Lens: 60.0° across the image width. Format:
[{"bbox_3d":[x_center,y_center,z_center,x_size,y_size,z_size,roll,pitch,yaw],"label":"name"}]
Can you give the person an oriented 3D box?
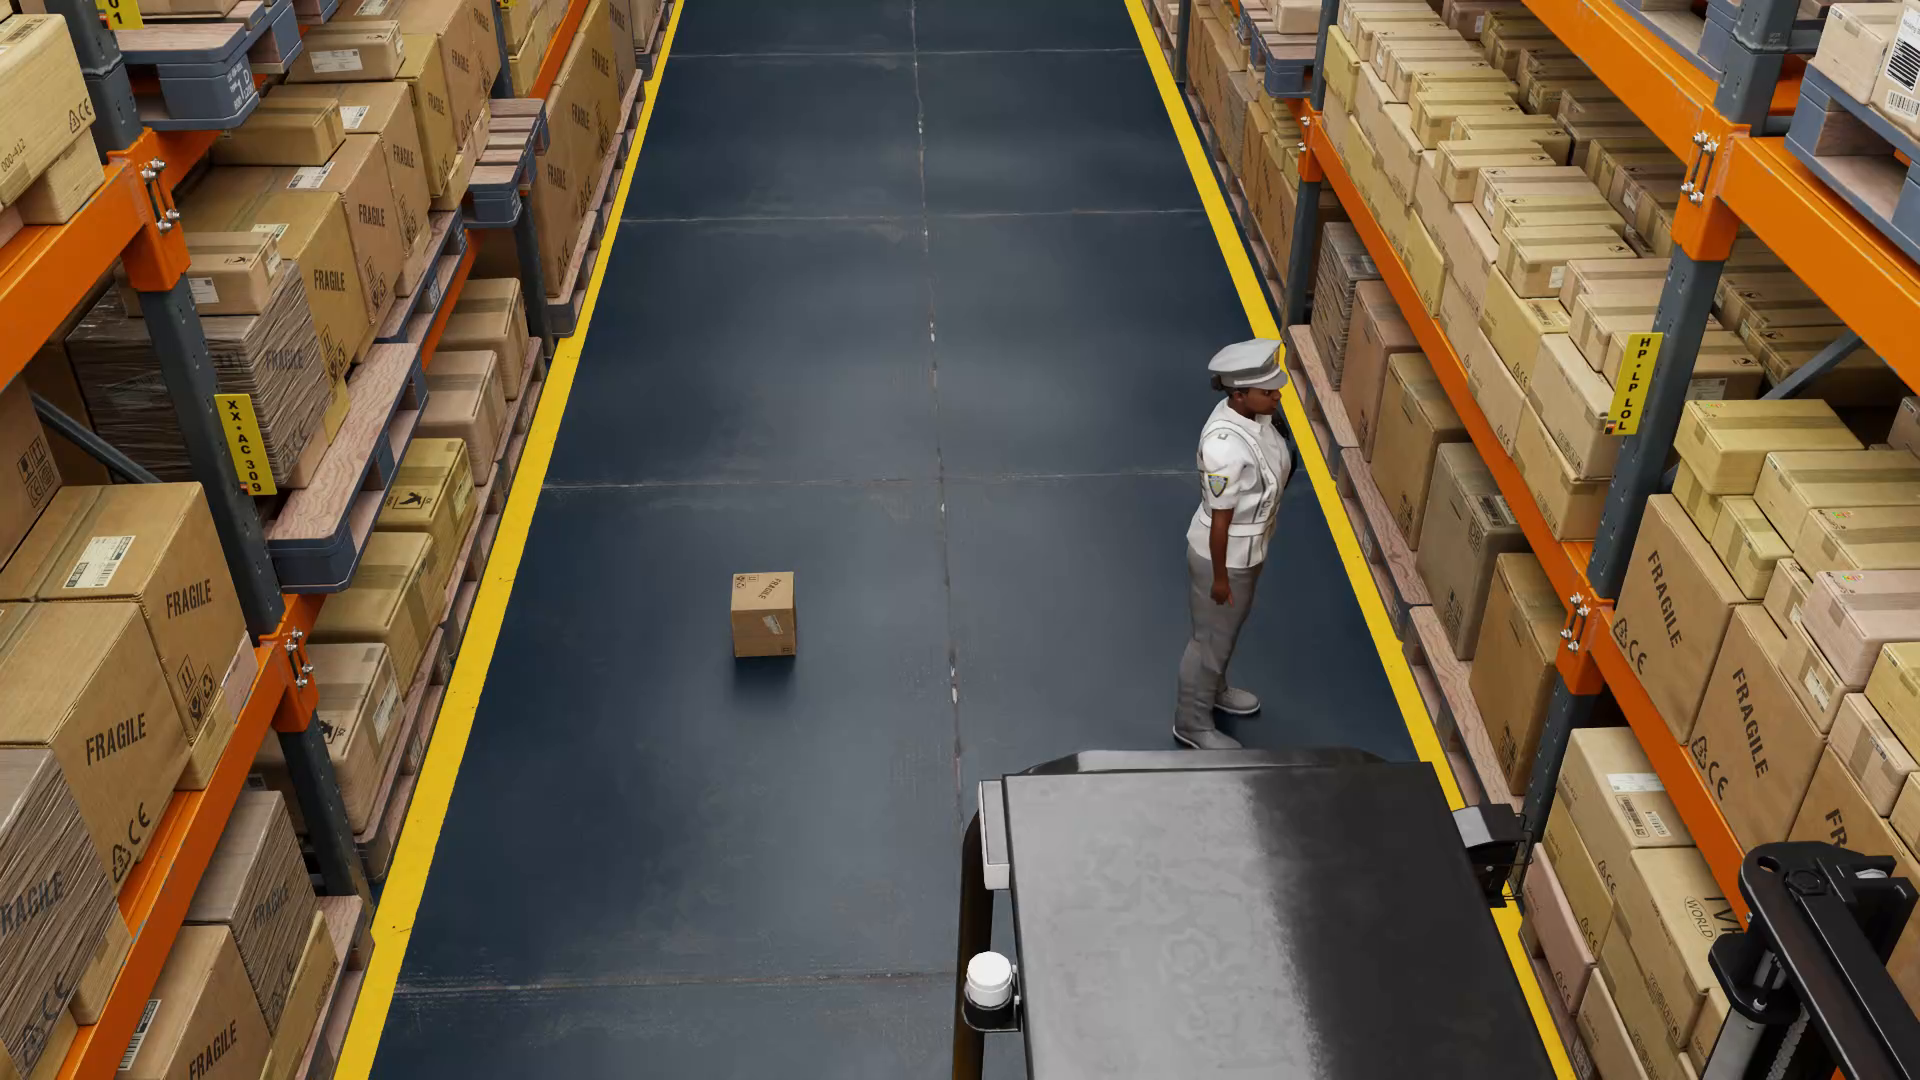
[{"bbox_3d":[0.997,-0.265,5.882,0.307,0.982,0.435,12,37,17],"label":"person"}]
